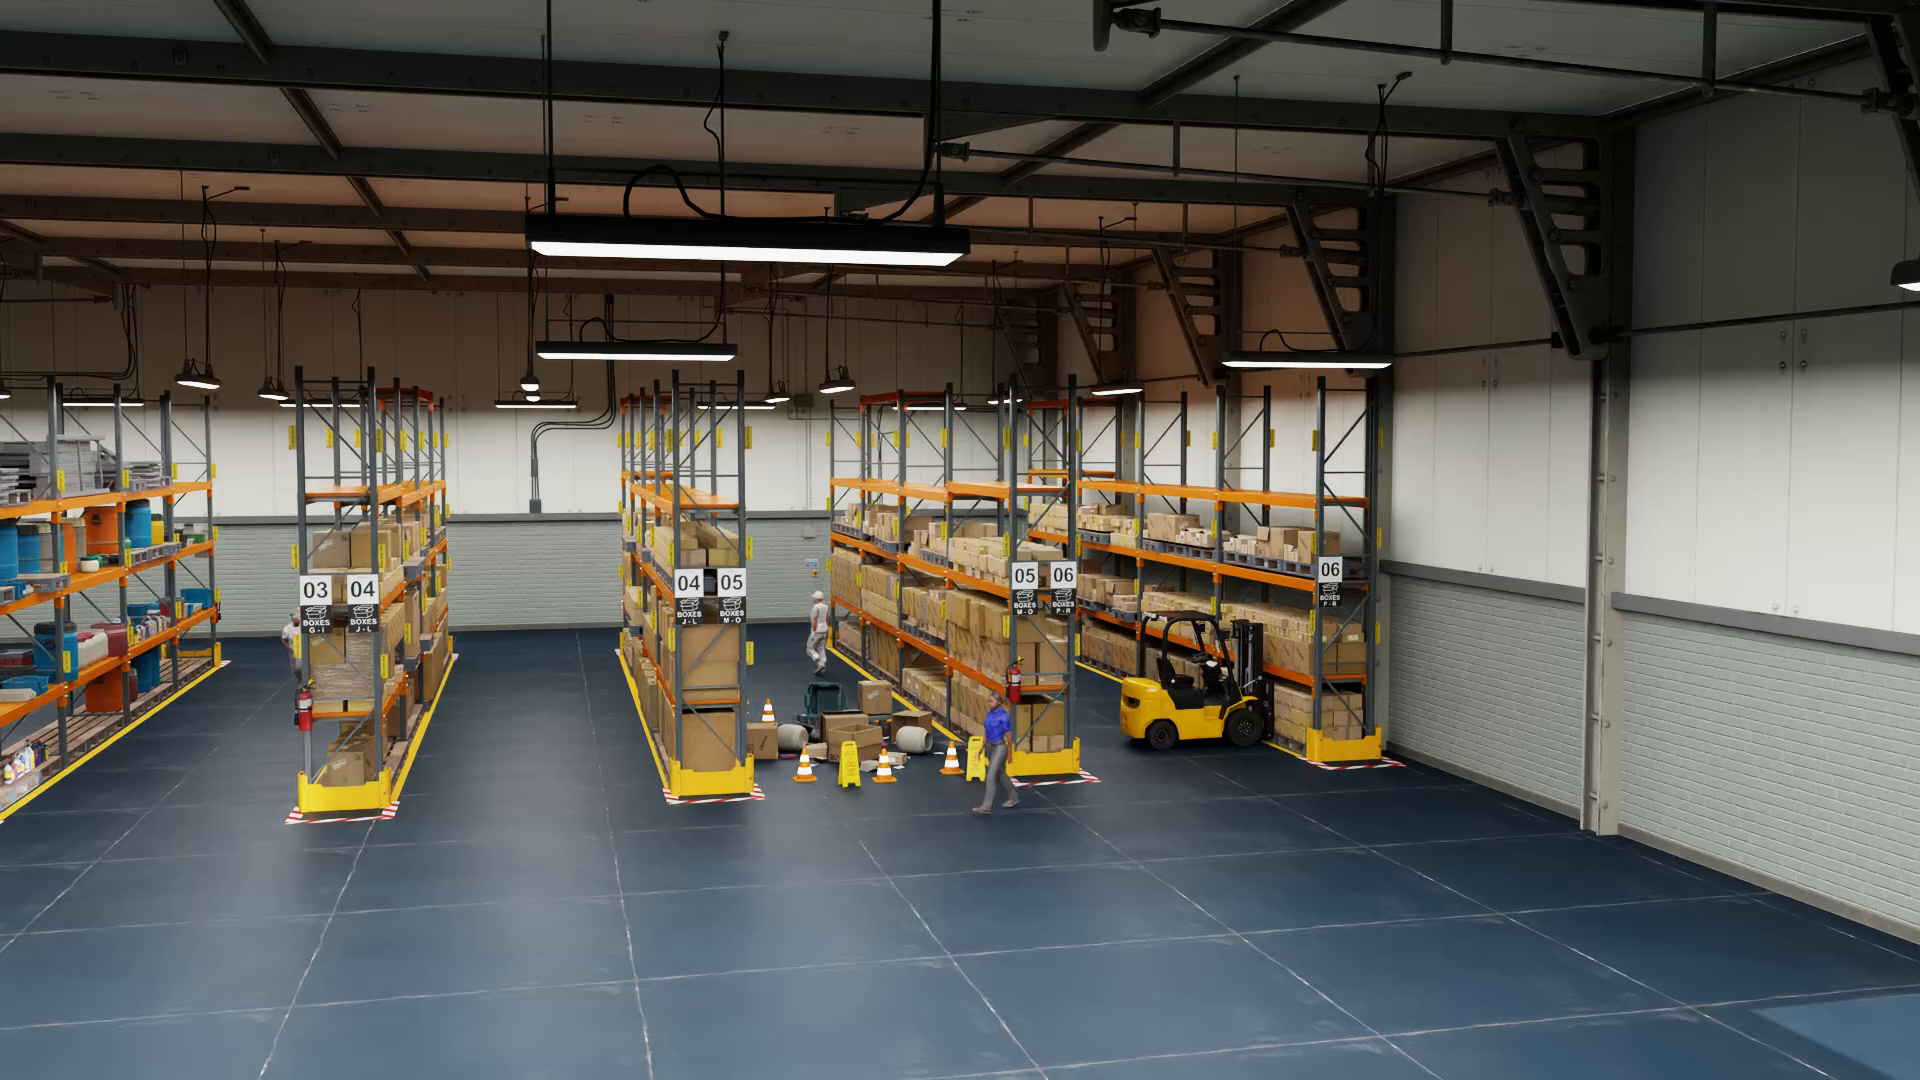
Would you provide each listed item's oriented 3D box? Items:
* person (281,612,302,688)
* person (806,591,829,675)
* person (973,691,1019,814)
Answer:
[{"bbox_3d":[-13.296,2.214,33.399,0.525,1.597,0.734,0,3,-3],"label":"person"},{"bbox_3d":[-2.980,1.990,35.541,0.479,1.792,0.600,2,4,31],"label":"person"},{"bbox_3d":[0.481,2.849,22.442,0.856,1.627,0.466,-2,4,-27],"label":"person"}]
